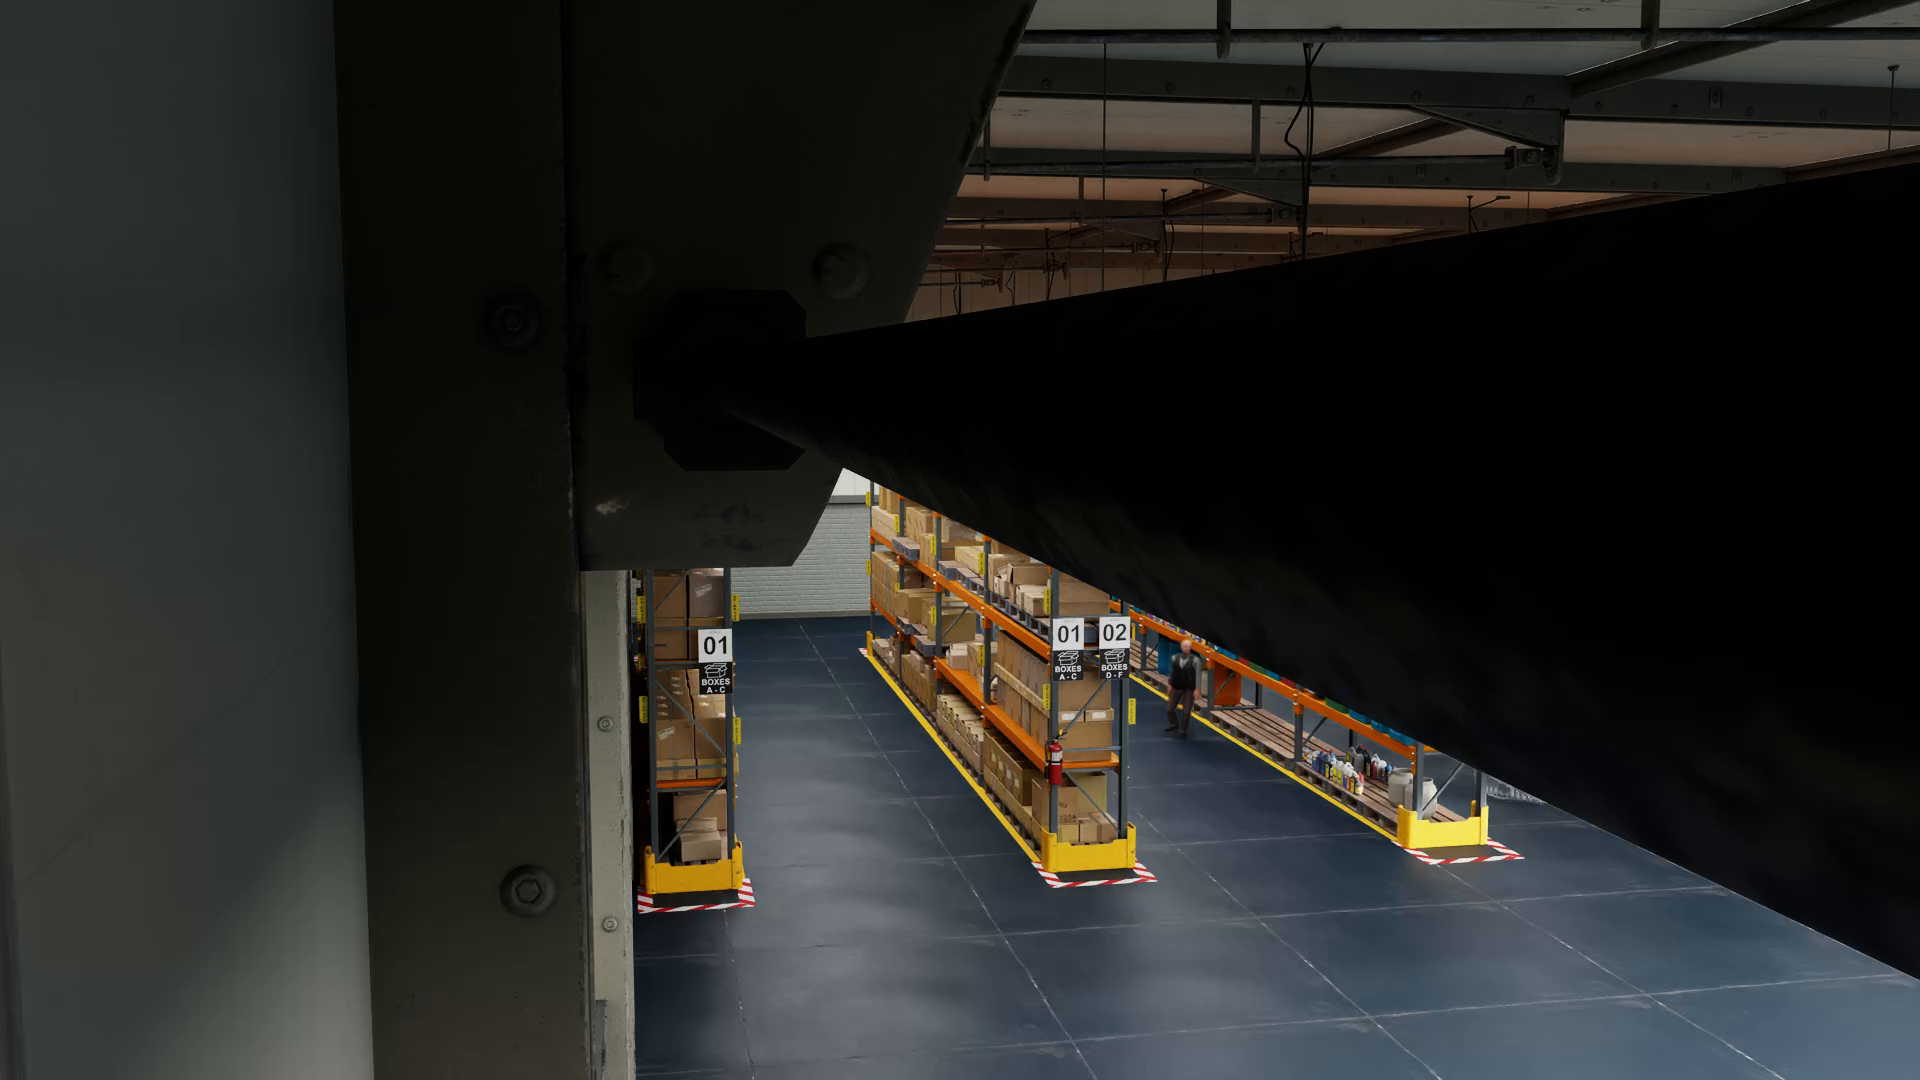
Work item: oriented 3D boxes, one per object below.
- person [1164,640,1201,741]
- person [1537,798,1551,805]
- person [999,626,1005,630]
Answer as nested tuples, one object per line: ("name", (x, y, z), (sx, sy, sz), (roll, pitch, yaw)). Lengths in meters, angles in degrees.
("person", (3.776, 2.545, 28.224), (0.652, 1.745, 0.475), (2, 6, 22))
("person", (8.657, 2.975, 23.808), (0.704, 1.723, 0.827), (-4, 7, -31))
("person", (0.978, 1.917, 35.012), (0.510, 1.322, 0.635), (-2, 6, -20))
